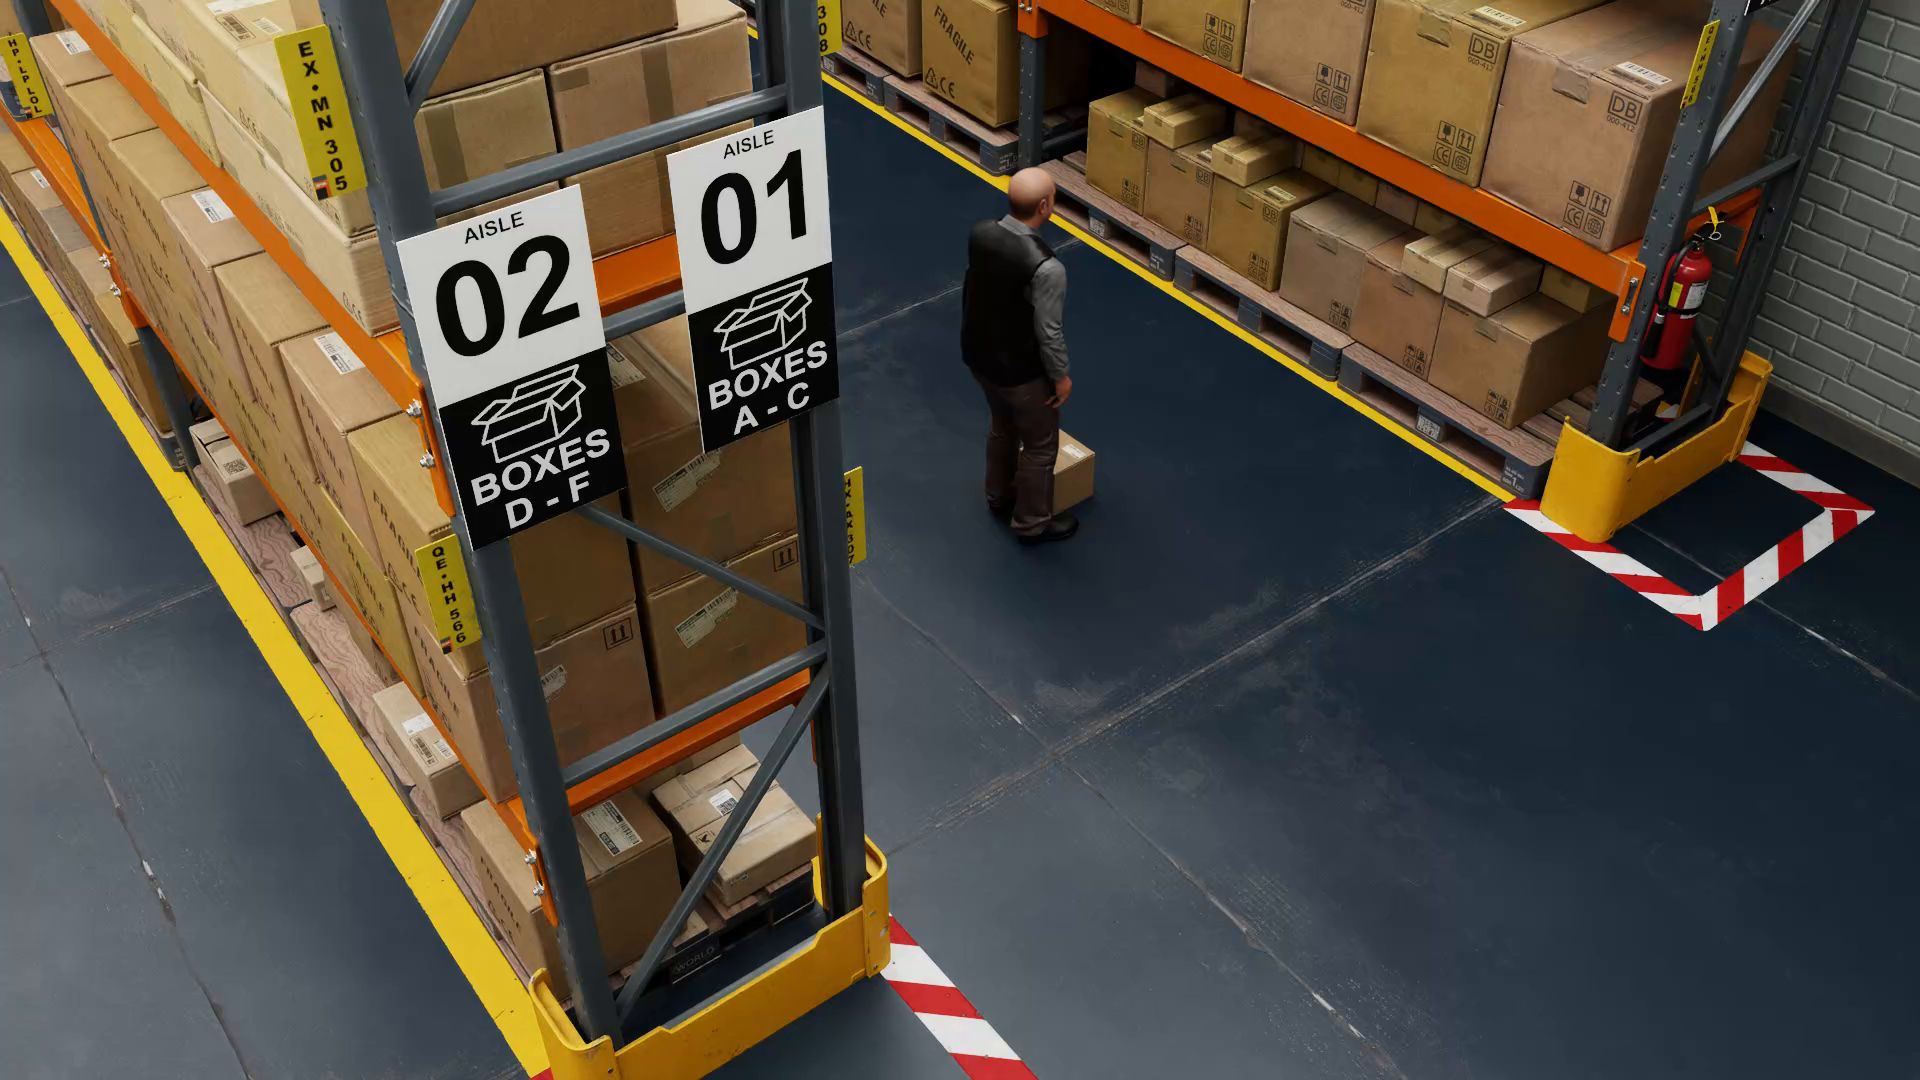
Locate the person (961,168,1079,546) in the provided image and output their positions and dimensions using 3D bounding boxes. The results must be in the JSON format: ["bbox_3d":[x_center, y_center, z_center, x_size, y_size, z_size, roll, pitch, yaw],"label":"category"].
[{"bbox_3d":[0.248,-0.771,7.093,0.461,1.721,0.582,-27,47,-28],"label":"person"}]
